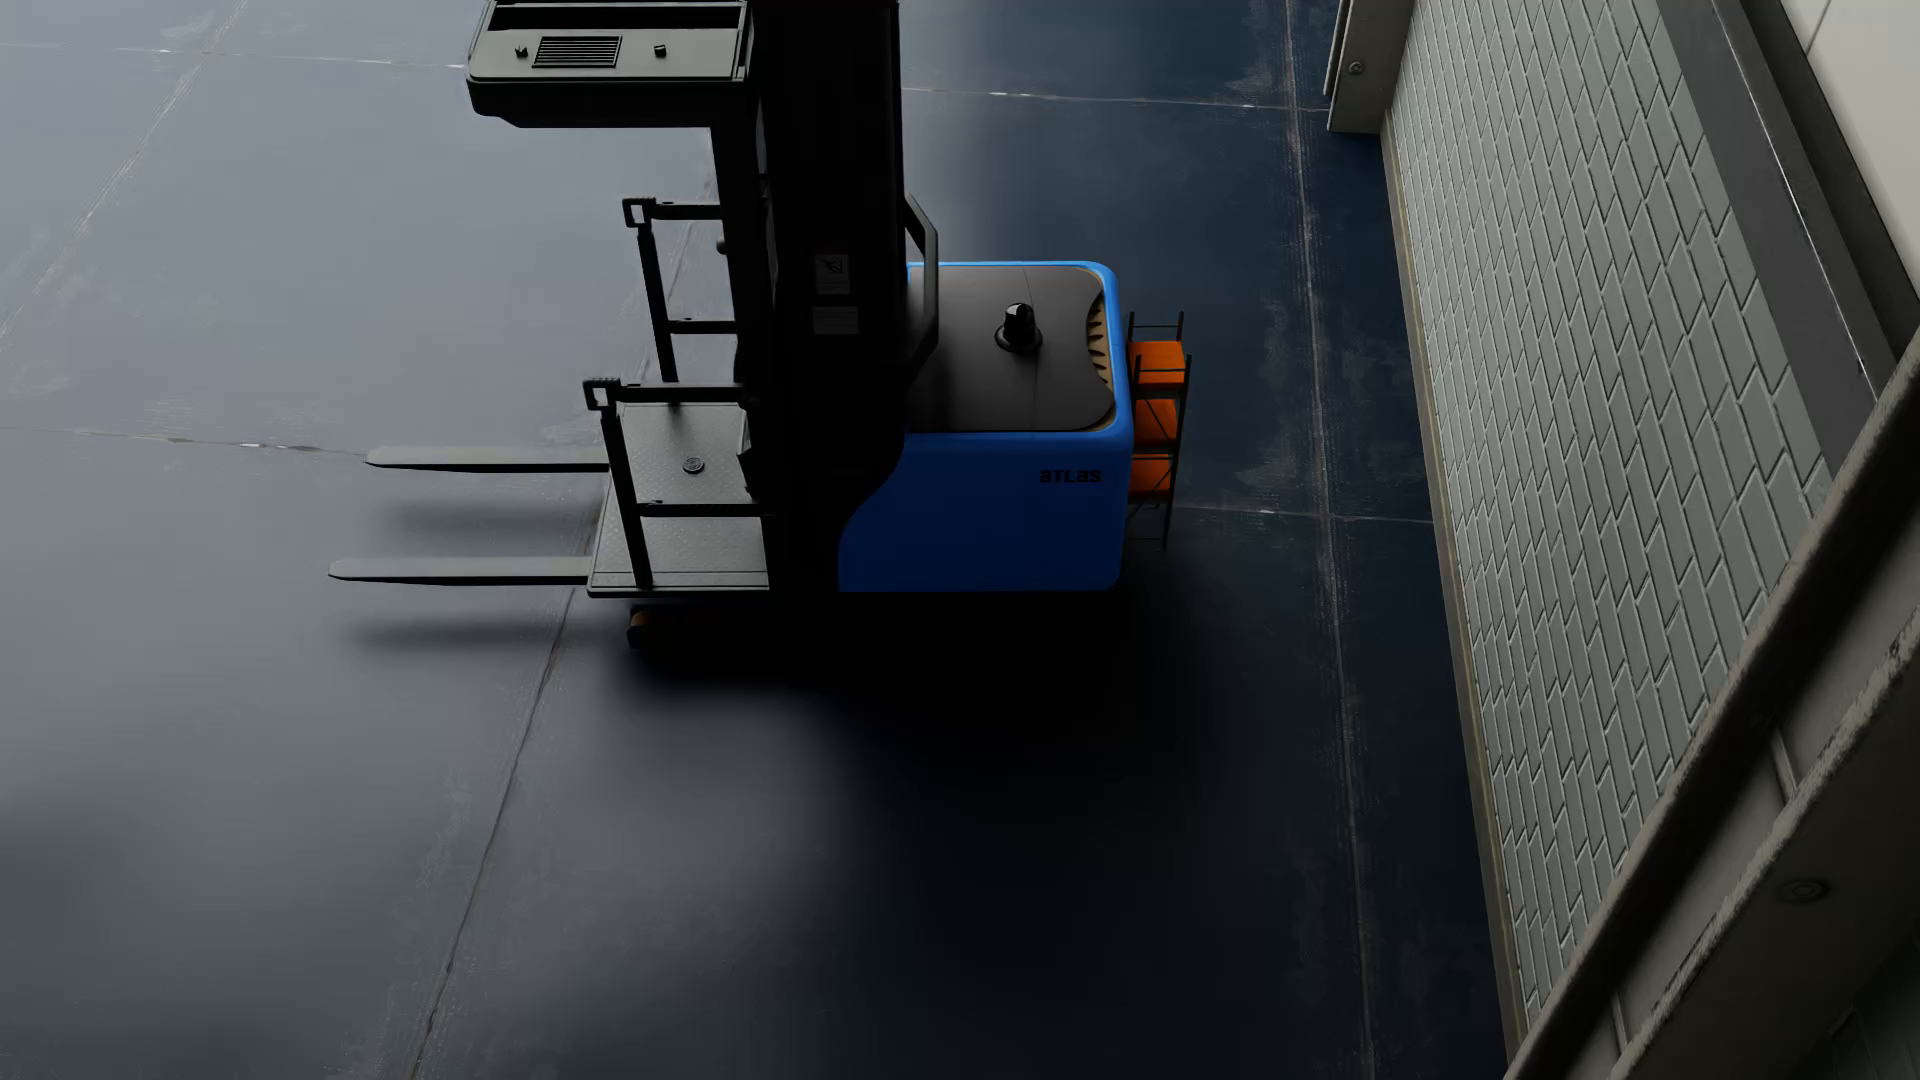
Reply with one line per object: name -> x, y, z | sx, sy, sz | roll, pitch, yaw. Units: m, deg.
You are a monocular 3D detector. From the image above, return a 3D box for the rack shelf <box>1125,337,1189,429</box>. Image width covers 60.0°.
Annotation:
rack shelf -> 0.729, -0.583, 6.228 | 0.215, 0.259, 0.240 | -1, 48, -1

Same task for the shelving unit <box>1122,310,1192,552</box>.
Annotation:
shelving unit -> 0.729, -0.399, 6.429 | 0.215, 1.050, 0.252 | -1, 48, -1

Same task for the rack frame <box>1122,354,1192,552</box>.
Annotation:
rack frame -> 0.732, -0.309, 6.347 | 0.200, 1.050, 0.008 | -1, 48, -1

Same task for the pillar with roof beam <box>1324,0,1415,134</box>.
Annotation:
pillar with roof beam -> -2.182, -5.611, 5.810 | 9.100, 9.000, 0.400 | 4, 48, 4

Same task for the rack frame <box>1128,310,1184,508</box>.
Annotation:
rack frame -> 0.727, -0.489, 6.512 | 0.200, 1.050, 0.008 | -1, 48, -1

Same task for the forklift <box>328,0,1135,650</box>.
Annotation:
forklift -> -0.905, -0.959, 5.667 | 3.031, 2.935, 1.130 | 0, 48, 0

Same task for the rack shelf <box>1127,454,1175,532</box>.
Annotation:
rack shelf -> 0.729, -0.204, 6.642 | 0.215, 0.259, 0.240 | -1, 48, -1

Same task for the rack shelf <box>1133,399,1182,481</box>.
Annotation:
rack shelf -> 0.729, -0.392, 6.437 | 0.215, 0.259, 0.240 | -1, 48, -1
